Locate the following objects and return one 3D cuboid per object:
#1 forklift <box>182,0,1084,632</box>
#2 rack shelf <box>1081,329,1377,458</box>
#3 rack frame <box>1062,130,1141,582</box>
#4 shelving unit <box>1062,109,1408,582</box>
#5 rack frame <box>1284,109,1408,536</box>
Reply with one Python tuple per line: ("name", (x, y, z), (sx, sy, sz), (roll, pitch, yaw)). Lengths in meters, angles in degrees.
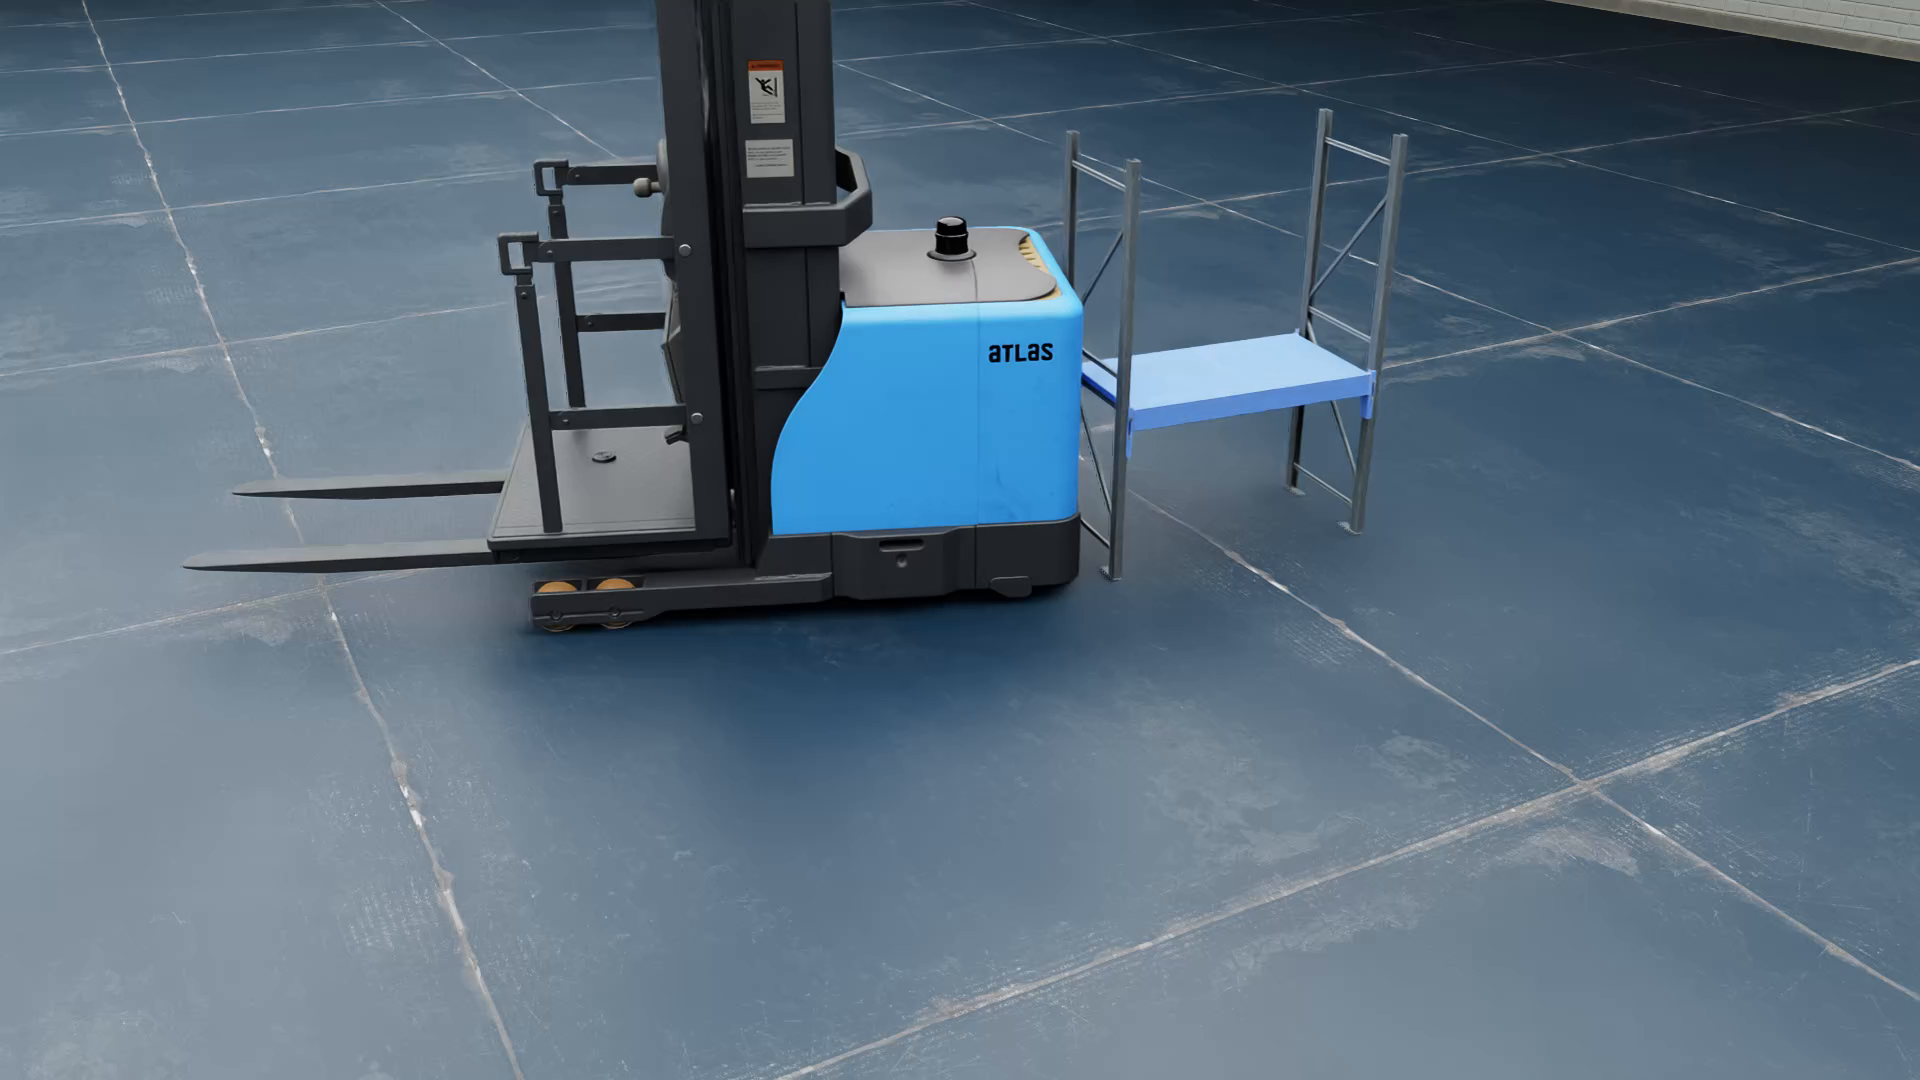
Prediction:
("forklift", (-1.137, -1.254, 5.475), (3.031, 2.935, 1.130), (-3, 26, -6))
("rack shelf", (0.943, -0.549, 6.076), (1.000, 0.185, 0.538), (-10, 27, -20))
("rack frame", (0.471, -0.629, 5.828), (0.032, 1.500, 0.500), (-10, 27, -20))
("shelving unit", (0.943, -0.711, 5.998), (1.048, 1.500, 0.538), (-10, 27, -20))
("rack frame", (1.414, -0.793, 6.169), (0.032, 1.500, 0.500), (-10, 27, -20))
